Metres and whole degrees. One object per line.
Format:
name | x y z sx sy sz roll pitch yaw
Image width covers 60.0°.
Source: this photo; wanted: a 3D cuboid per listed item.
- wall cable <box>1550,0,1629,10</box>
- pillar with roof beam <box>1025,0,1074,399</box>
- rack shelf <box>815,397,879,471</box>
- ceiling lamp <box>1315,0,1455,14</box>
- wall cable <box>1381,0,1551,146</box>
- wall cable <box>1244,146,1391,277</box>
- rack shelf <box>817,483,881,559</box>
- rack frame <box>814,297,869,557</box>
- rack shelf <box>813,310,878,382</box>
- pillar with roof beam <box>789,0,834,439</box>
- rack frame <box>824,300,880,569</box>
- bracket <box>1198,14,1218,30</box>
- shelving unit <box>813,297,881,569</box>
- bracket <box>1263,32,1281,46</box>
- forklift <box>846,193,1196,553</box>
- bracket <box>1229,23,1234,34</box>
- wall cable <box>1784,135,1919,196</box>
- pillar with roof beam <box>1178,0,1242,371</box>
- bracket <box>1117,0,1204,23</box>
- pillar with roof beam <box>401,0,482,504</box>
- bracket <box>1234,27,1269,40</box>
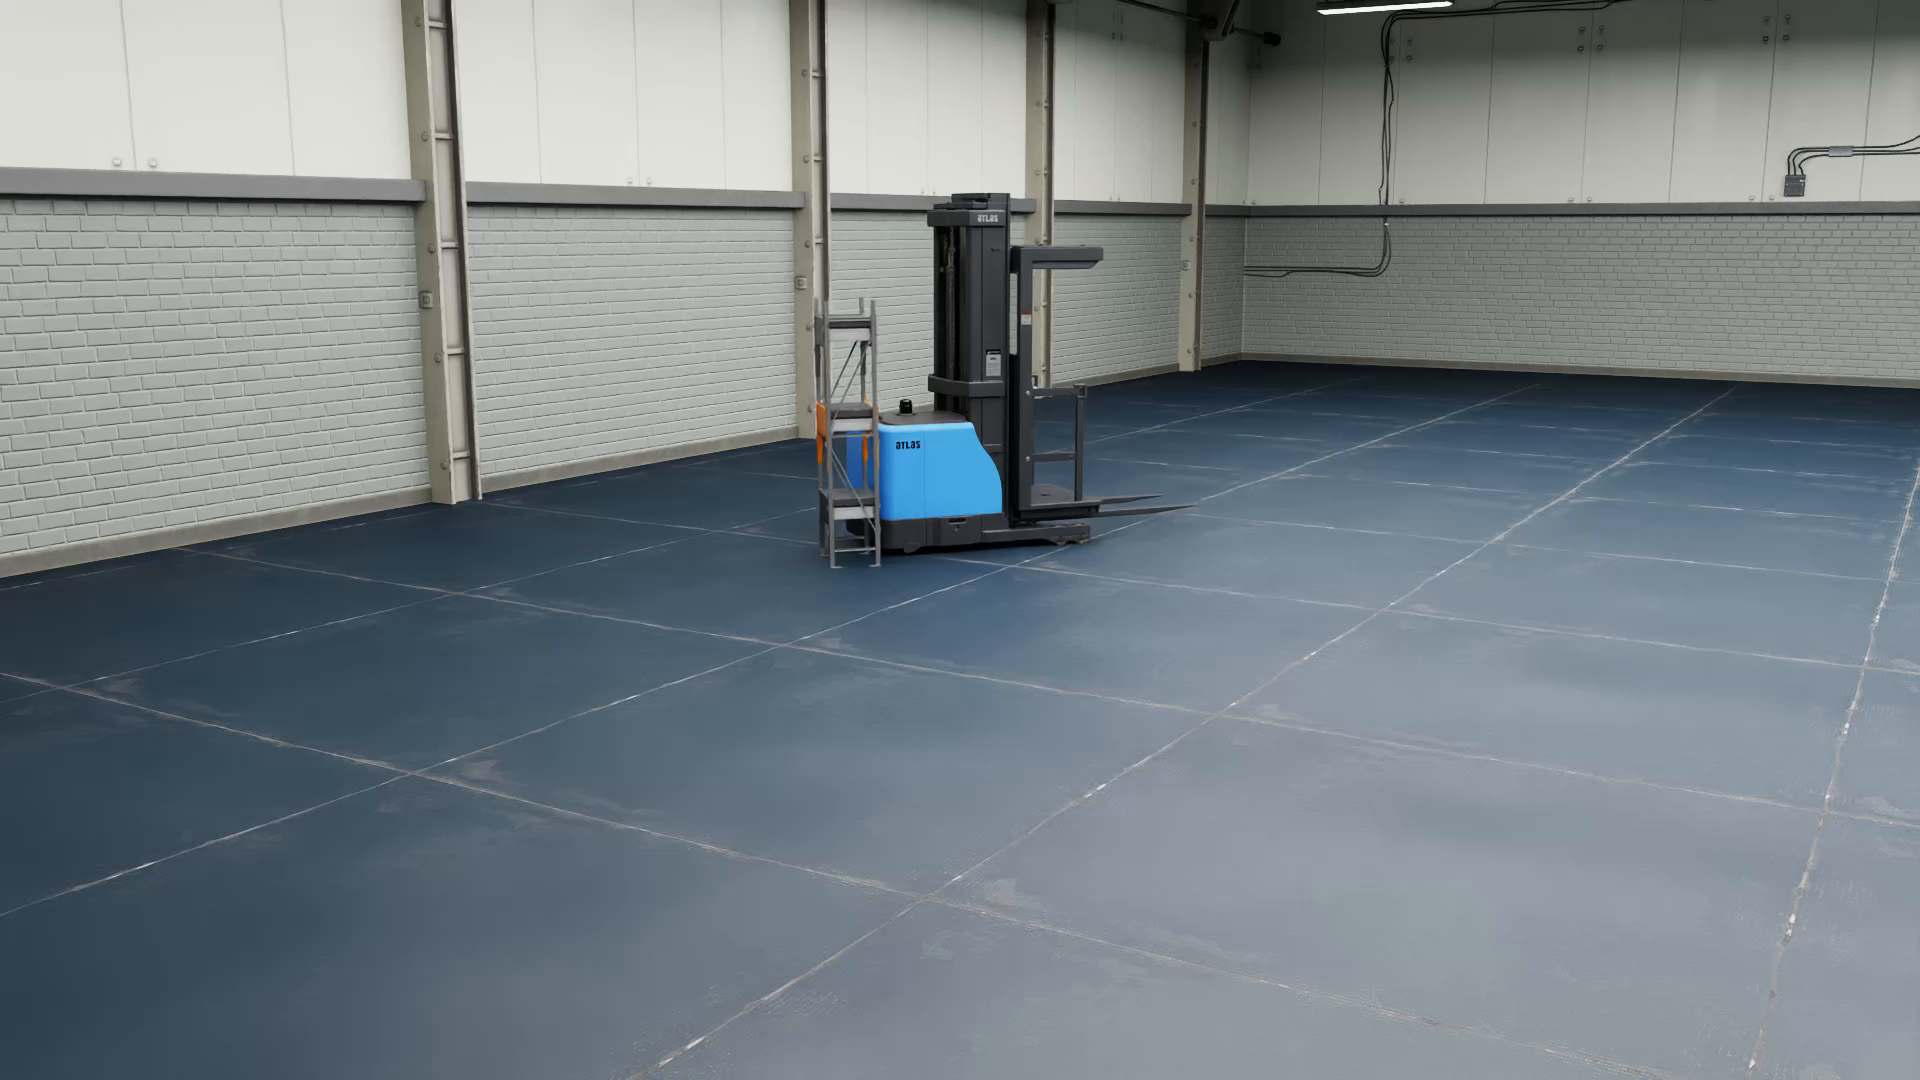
wall cable | 11.974 -10.622 29.008 3.097 2.526 0.112 6 12 31
pillar with roof beam | 4.922 -6.293 23.528 9.100 9.000 0.548 6 12 31
rack shelf | -0.898 -0.846 13.231 0.431 0.518 0.480 -3 11 -13
ceiling lamp | 6.411 -9.455 24.558 2.000 3.185 0.800 6 12 31
wall cable | 9.329 -8.682 31.005 3.097 2.526 0.112 6 12 31
wall cable | 7.017 -6.458 32.851 3.097 2.526 0.112 6 12 31
rack shelf | -0.892 -0.159 13.365 0.431 0.518 0.480 -3 11 -13
rack frame | -0.956 -0.904 13.461 0.400 2.100 0.015 -3 11 -13
rack shelf | -0.905 -1.532 13.096 0.431 0.518 0.480 -3 11 -13
pillar with roof beam | 1.807 -5.349 18.487 9.100 9.000 0.400 6 12 31
rack frame | -0.841 -0.814 12.995 0.400 2.100 0.015 -3 11 -13
bracket | 4.445 -9.318 29.904 0.235 0.232 0.430 6 12 31
shelving unit | -0.899 -0.859 13.228 0.431 2.100 0.503 -3 11 -13
bracket | 6.107 -9.821 32.592 0.235 0.232 0.430 6 12 31
forklift | 0.579 -1.484 14.330 3.031 2.935 1.130 -4 11 -22
bracket | 4.876 -9.448 30.601 0.235 0.232 0.430 6 12 31
wall cable | 15.123 -8.747 27.394 2.305 6.003 0.169 6 12 31
pillar with roof beam | 8.037 -7.236 28.568 9.100 9.000 0.548 6 12 31
bracket | 3.108 -8.913 27.739 0.076 0.066 4.783 6 12 31
pillar with roof beam | -1.308 -4.406 13.447 9.100 9.000 0.400 6 12 31
bracket | 5.800 -9.728 32.096 0.076 0.066 3.189 6 12 31
